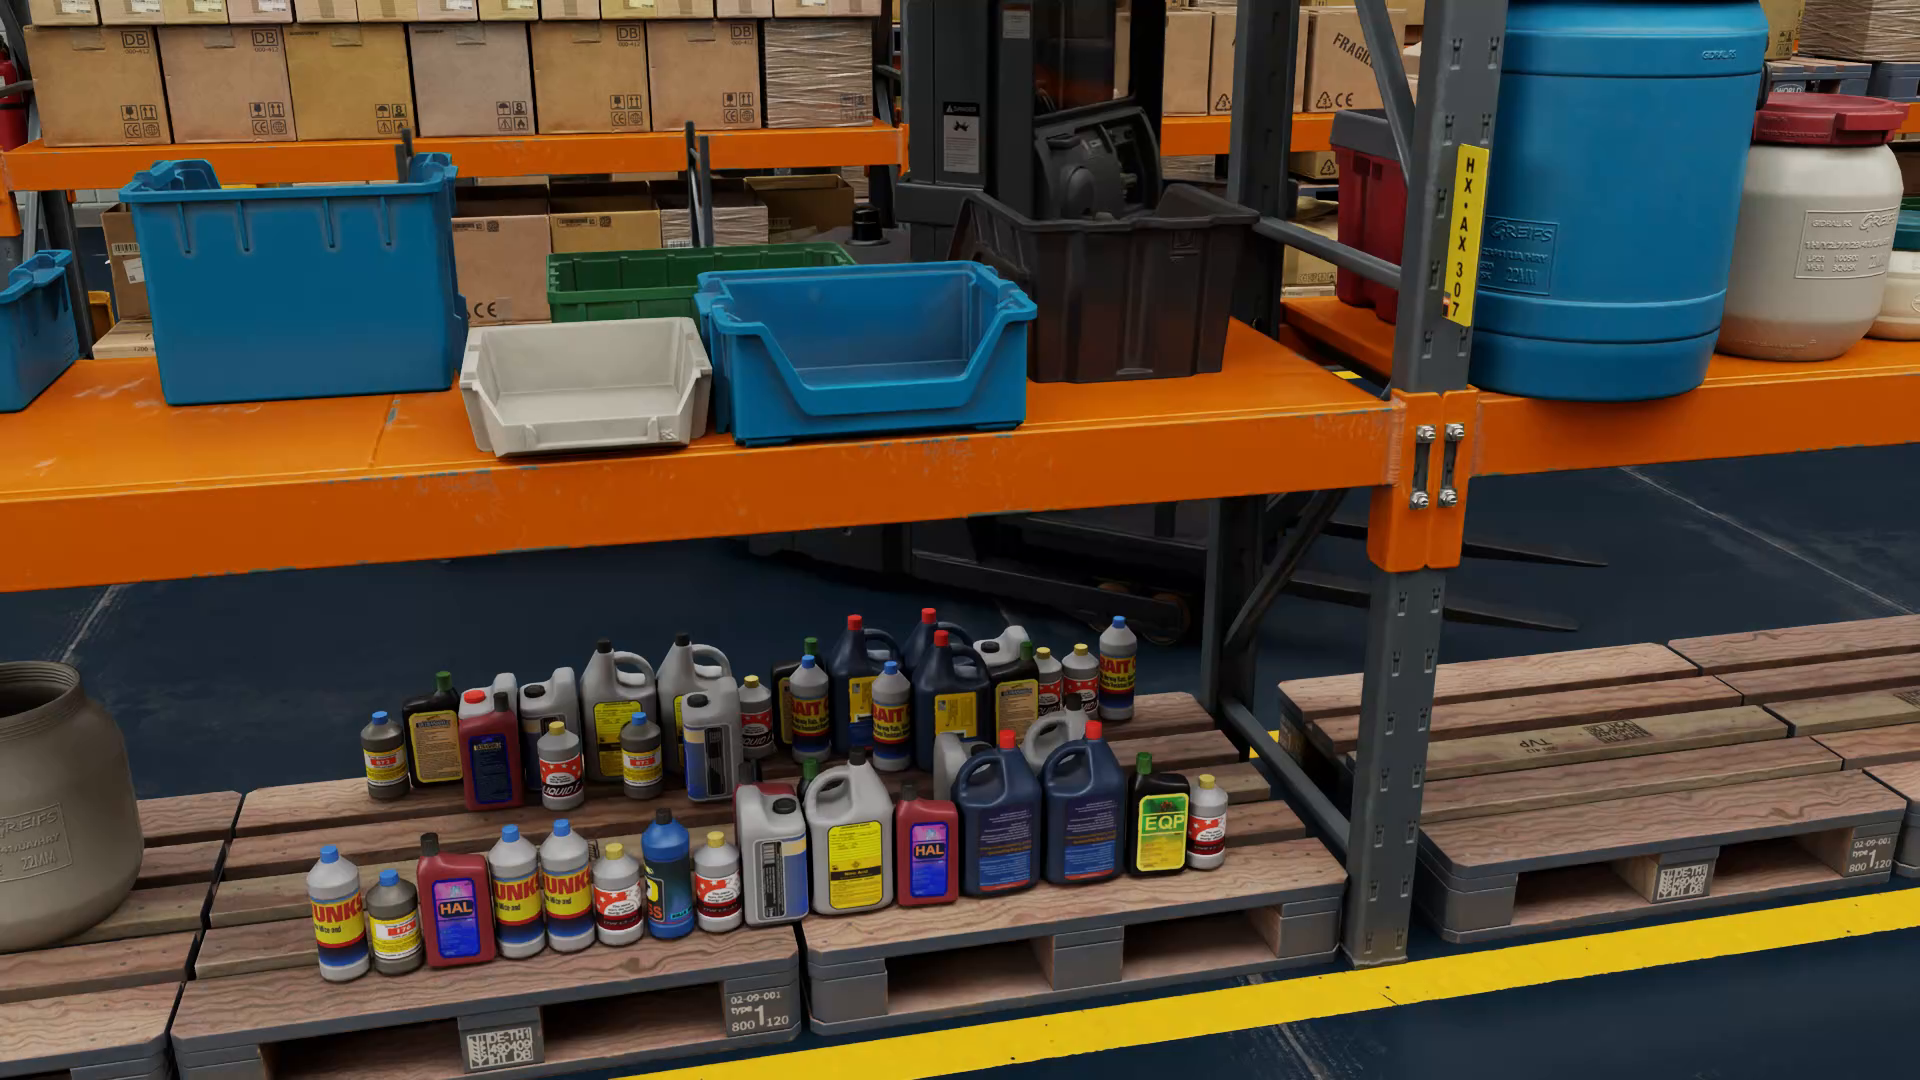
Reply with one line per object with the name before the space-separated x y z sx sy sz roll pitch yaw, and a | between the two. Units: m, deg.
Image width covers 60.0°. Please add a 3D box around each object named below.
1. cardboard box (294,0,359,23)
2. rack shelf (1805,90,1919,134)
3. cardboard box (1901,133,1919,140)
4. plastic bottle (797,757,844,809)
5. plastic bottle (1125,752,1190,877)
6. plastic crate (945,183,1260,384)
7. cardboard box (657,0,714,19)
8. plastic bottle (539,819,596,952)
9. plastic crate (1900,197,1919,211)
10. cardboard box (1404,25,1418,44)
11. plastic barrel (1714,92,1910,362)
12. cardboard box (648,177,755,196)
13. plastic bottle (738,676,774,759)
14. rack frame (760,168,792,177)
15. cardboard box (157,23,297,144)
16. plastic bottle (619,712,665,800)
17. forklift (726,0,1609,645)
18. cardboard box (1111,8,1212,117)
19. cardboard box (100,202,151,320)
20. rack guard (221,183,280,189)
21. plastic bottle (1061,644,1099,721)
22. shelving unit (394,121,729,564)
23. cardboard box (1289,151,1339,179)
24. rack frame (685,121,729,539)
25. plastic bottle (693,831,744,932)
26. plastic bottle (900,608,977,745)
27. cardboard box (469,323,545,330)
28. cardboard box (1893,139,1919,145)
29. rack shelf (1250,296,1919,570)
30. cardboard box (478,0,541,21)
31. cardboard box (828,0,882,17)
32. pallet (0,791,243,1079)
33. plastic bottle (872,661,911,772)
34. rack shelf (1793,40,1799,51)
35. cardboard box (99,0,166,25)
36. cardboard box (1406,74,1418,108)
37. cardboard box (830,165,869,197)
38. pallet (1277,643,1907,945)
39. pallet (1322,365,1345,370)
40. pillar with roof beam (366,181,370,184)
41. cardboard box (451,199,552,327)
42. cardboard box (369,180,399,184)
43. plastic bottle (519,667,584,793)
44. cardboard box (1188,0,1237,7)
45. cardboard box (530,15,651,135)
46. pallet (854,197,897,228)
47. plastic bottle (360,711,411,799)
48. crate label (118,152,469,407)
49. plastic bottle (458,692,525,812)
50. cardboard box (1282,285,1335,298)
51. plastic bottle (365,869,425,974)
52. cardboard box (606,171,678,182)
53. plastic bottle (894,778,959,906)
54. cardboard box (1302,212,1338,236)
cardboard box | -2.768 -2.357 7.299 0.250 0.149 0.380 -5 21 -14
rack shelf | 5.528 -2.418 9.600 4.000 0.370 1.077 -5 21 -12
cardboard box | 8.589 -3.743 15.196 0.500 0.500 0.700 -5 21 -14
plastic bottle | -0.285 0.603 3.618 0.133 0.283 0.061 -5 21 -12
plastic bottle | 0.433 0.595 3.639 0.133 0.283 0.061 -4 20 -10
plastic crate | 0.287 -0.594 3.666 0.504 0.338 0.767 -5 21 -12
cardboard box | -1.277 -2.477 7.628 0.250 0.149 0.380 -5 21 -13
plastic bottle | -0.800 0.695 3.384 0.097 0.271 0.097 0 20 0
plastic crate | 2.455 -0.755 4.323 0.662 0.188 0.450 -5 21 -12
cardboard box | 3.554 -4.166 13.663 0.250 0.149 0.380 -5 21 -13
plastic barrel | 1.807 -0.688 3.635 0.433 0.535 0.433 0 20 0
cardboard box | -1.319 -1.565 8.522 0.500 0.500 0.500 -5 21 -12
plastic bottle | -0.520 0.440 4.182 0.097 0.201 0.097 0 20 0
rack frame | -1.454 -3.939 12.705 0.127 3.000 1.000 -5 21 -12
cardboard box | -3.236 -2.087 7.505 0.500 0.500 0.700 -4 21 -11
plastic bottle | -0.764 0.510 3.989 0.097 0.201 0.097 0 20 0
forklift | 0.649 -1.244 5.449 3.031 2.935 1.130 10 23 26
cardboard box | 0.953 -2.425 8.427 0.500 0.500 0.500 -3 20 -9
cardboard box | -3.750 -1.364 7.975 0.500 0.500 0.500 -5 21 -12
rack guard | -5.273 -2.454 12.288 0.348 0.500 1.175 -5 21 -12
plastic bottle | 0.315 0.372 4.368 0.097 0.201 0.097 0 20 0
shelving unit | -1.449 -0.746 6.171 1.048 1.500 0.538 -5 21 -14
cardboard box | 3.184 -3.457 13.906 0.750 0.750 0.750 -5 21 -13
rack frame | -0.958 -0.791 6.293 0.032 1.500 0.500 -5 21 -14
plastic bottle | -0.504 0.703 3.462 0.097 0.201 0.097 0 20 0
plastic bottle | -0.056 0.340 4.237 0.185 0.351 0.144 -4 21 -11
cardboard box | -2.170 -0.956 7.951 0.500 0.250 0.500 -5 21 -12
cardboard box | 5.974 -2.263 10.036 0.500 0.250 0.500 -5 21 -12
rack shelf | 2.772 -0.443 4.208 4.000 0.370 1.077 -5 21 -12
cardboard box | -2.020 -2.417 7.463 0.250 0.149 0.380 -4 20 -11
cardboard box | -0.526 -2.539 7.796 0.250 0.149 0.380 -5 21 -13
pallet | -2.212 0.919 3.498 1.213 0.211 1.003 -5 21 -12
plastic bottle | -0.169 0.429 4.109 0.097 0.271 0.097 0 20 0
rack shelf | 8.277 -4.392 14.990 4.000 0.370 1.077 -5 21 -12
cardboard box | -3.516 -2.296 7.134 0.250 0.149 0.380 -5 21 -14
cardboard box | 2.354 -2.360 8.760 0.250 0.149 0.380 -3 20 -8
cardboard box | -0.742 -3.035 13.234 0.500 0.500 0.700 -4 20 -11
pallet | 1.581 0.612 4.337 1.213 0.211 1.003 -5 21 -12
pallet | 1.587 -1.140 9.121 1.213 0.211 1.003 -5 21 -12
pillar with roof beam | -3.874 -5.343 7.817 0.400 9.000 9.100 -5 21 -12
cardboard box | -2.170 -1.308 7.821 0.500 0.500 0.500 -5 21 -12
cardboard box | -4.098 -2.636 12.418 0.500 0.311 0.500 -3 20 -8
plastic bottle | -0.994 0.453 4.038 0.135 0.276 0.152 -5 21 -14
cardboard box | 1.983 -4.468 13.366 0.500 0.500 0.700 -7 21 -19
cardboard box | -1.742 -2.208 7.836 0.500 0.500 0.700 -4 21 -12
pallet | -0.697 -2.691 13.355 1.213 0.211 1.003 -5 21 -12
plastic bottle | -1.381 0.510 3.991 0.097 0.201 0.097 0 20 0
crate label | -1.338 -0.559 3.427 0.616 0.435 0.502 -5 21 -12
plastic bottle | -1.104 0.496 3.909 0.133 0.283 0.061 -5 21 -12
cardboard box | 1.635 -1.258 8.774 0.500 0.250 0.500 -4 21 -11
plastic bottle | -1.131 0.754 3.323 0.097 0.201 0.097 0 20 0
cardboard box | -2.455 -2.876 12.799 0.500 0.500 0.500 -6 21 -17
plastic bottle | -0.071 0.636 3.527 0.133 0.283 0.061 -3 20 -9
cardboard box | 2.133 -1.560 8.785 0.500 0.311 0.500 -5 21 -13
